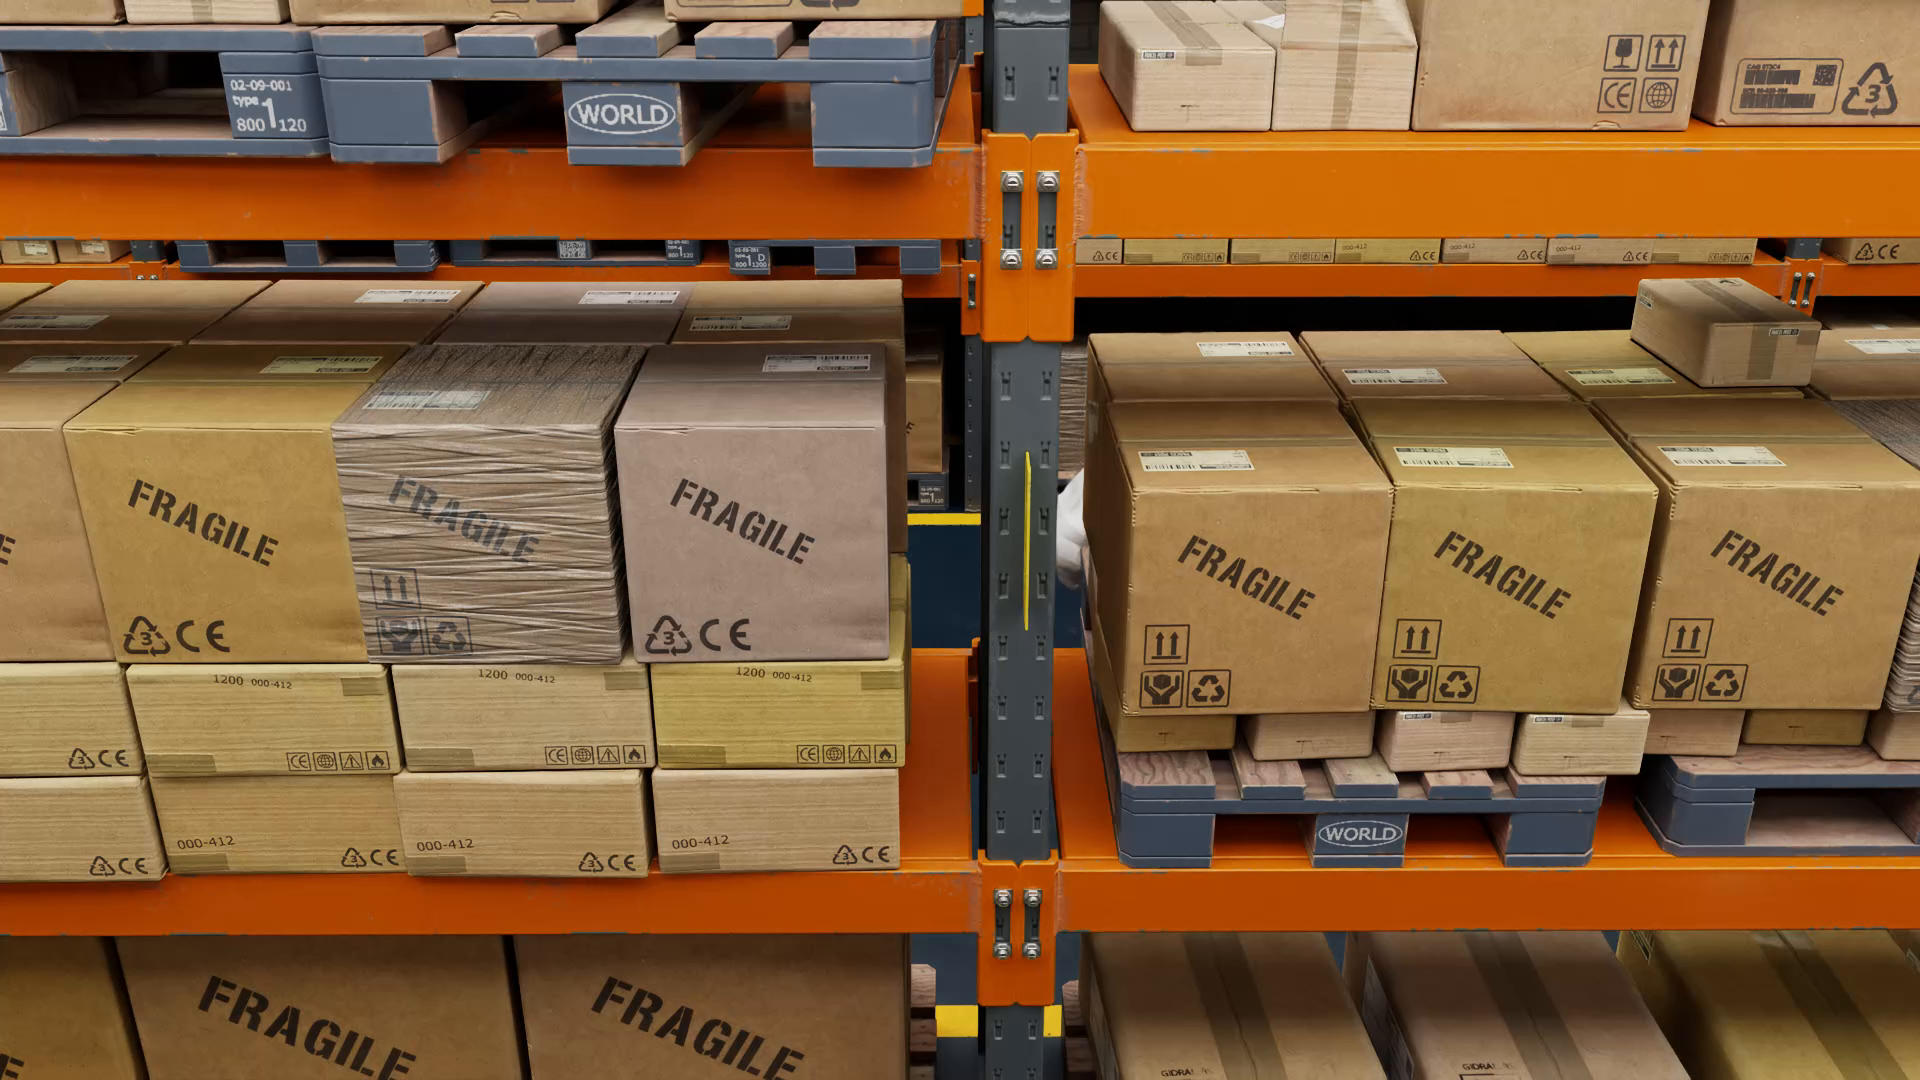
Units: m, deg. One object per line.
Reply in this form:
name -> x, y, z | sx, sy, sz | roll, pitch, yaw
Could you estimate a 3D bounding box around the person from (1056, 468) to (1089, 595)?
person -> 0.719, 0.039, 6.587 | 0.817, 1.280, 0.627 | 0, 24, 0
